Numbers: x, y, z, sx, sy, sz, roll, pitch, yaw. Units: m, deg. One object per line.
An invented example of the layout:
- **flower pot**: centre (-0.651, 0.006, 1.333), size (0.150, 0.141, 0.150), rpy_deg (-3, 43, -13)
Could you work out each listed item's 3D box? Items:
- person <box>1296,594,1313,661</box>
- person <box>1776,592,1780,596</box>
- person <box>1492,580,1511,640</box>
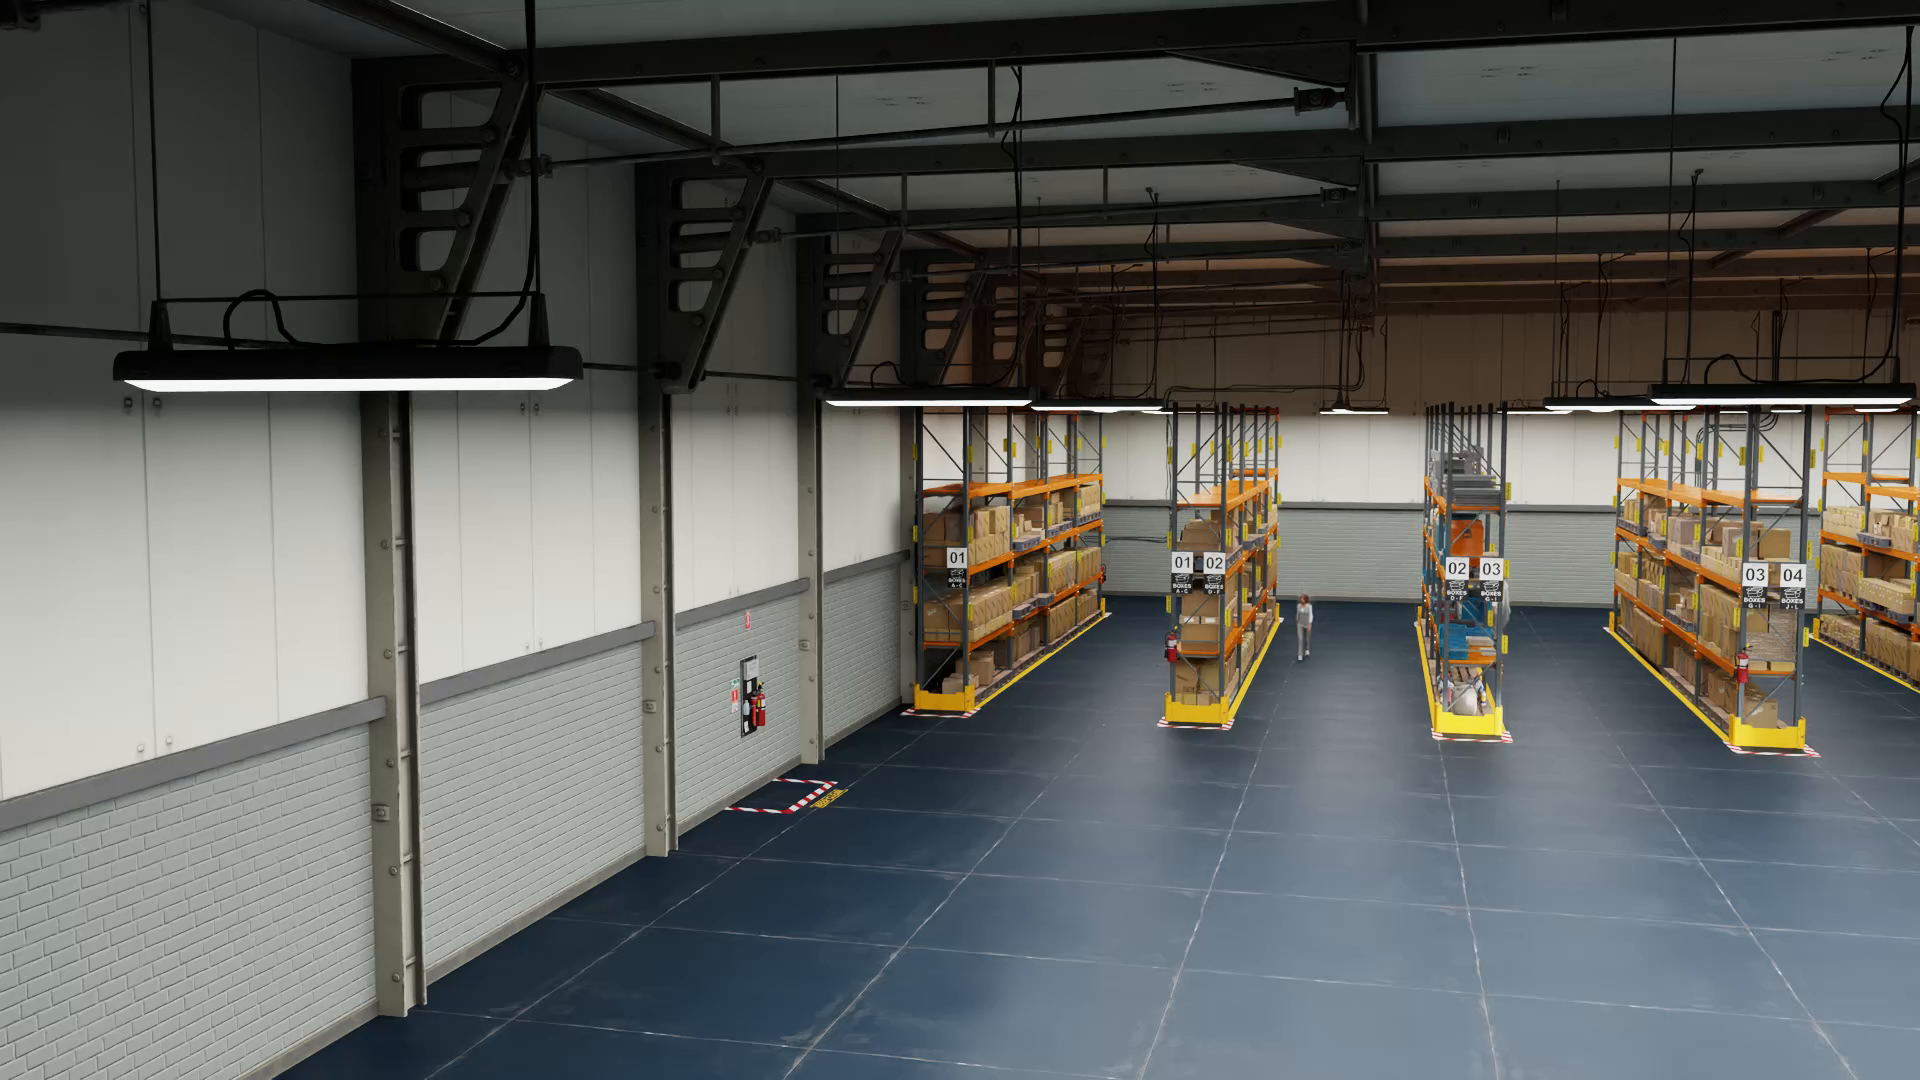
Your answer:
- **person**: centre (8.134, 2.043, 39.312), size (0.391, 1.546, 0.939), rpy_deg (1, 4, 11)
- **person**: centre (19.210, 1.997, 39.014), size (0.381, 1.683, 0.453), rpy_deg (2, 5, 23)
- **person**: centre (13.872, 1.683, 42.721), size (0.643, 1.786, 0.517), rpy_deg (-2, 5, -25)
